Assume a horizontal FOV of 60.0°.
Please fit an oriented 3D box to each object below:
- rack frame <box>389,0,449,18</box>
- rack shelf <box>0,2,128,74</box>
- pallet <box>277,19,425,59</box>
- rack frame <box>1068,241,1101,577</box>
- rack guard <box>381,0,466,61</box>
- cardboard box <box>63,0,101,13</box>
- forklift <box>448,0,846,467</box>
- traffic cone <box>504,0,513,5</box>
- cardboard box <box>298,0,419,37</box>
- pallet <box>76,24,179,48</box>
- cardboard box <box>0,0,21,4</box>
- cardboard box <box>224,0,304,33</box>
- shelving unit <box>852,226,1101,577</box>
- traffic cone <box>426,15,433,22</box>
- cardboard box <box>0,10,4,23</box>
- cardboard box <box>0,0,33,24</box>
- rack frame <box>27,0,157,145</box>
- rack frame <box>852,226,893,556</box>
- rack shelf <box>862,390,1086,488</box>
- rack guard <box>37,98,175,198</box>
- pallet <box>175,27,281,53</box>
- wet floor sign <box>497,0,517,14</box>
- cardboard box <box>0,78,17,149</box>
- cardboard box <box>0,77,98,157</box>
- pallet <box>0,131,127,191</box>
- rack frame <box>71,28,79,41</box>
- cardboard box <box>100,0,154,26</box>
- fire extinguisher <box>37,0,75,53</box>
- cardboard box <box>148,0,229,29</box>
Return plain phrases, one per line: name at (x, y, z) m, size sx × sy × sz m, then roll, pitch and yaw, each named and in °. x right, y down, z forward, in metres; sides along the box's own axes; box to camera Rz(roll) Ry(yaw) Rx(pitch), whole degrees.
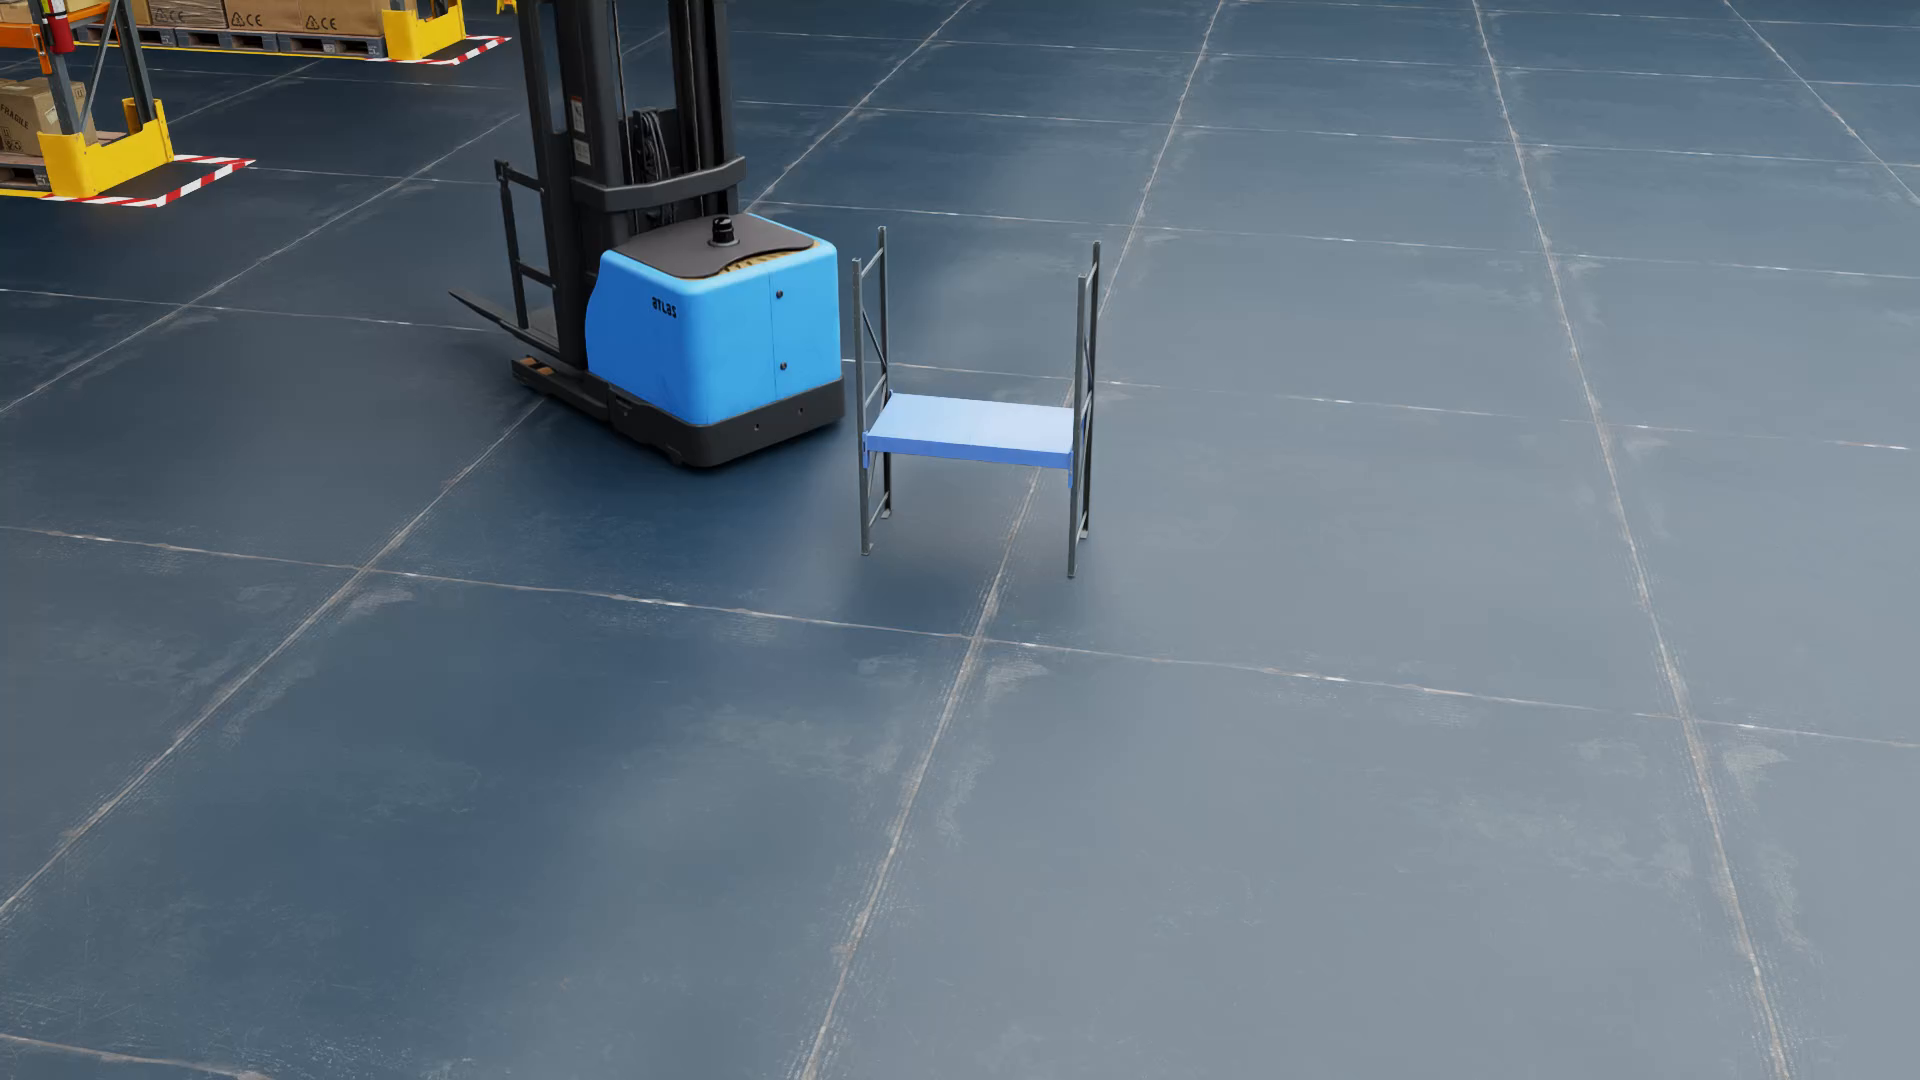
rack frame at (-5.762, -6.628, 17.234) m, size 0.127 × 3.000 × 1.000 m, roll 6°, pitch 29°, yaw 11°
rack shelf at (-8.852, -4.194, 13.536) m, size 4.000 × 0.370 × 1.077 m, roll 6°, pitch 29°, yaw 11°
pallet at (-6.560, -5.449, 17.983) m, size 1.213 × 0.211 × 1.003 m, roll 6°, pitch 29°, yaw 11°
rack frame at (0.581, -0.598, 7.781) m, size 0.032 × 1.500 × 0.500 m, roll 6°, pitch 29°, yaw 11°
rack guard at (-5.738, -5.529, 17.829) m, size 0.348 × 0.500 × 1.175 m, roll 6°, pitch 29°, yaw 11°
cardboard box at (-7.125, -4.339, 13.314) m, size 0.250 × 0.149 × 0.380 m, roll 6°, pitch 29°, yaw 11°
forklift at (-2.024, -2.287, 9.375) m, size 1.130 × 2.935 × 3.031 m, roll -24°, pitch 37°, yaw -37°
traffic cone at (-5.416, -6.732, 20.065) m, size 0.334 × 0.463 × 0.336 m, roll 6°, pitch 29°, yaw 11°
cardboard box at (-6.439, -5.917, 17.710) m, size 0.875 × 0.875 × 0.875 m, roll 6°, pitch 29°, yaw 11°
pallet at (-8.946, -5.693, 18.429) m, size 1.213 × 0.211 × 1.003 m, roll 6°, pitch 29°, yaw 11°
cardboard box at (-7.428, -4.551, 13.026) m, size 0.500 × 0.500 × 0.875 m, roll 6°, pitch 29°, yaw 11°
cardboard box at (-7.300, -6.005, 17.870) m, size 0.875 × 0.875 × 0.875 m, roll 5°, pitch 29°, yaw 10°
shelving unit at (0.083, -0.649, 7.874) m, size 1.048 × 1.500 × 0.538 m, roll 6°, pitch 29°, yaw 11°
traffic cone at (-5.984, -6.236, 19.158) m, size 0.334 × 0.463 × 0.336 m, roll 6°, pitch 29°, yaw 11°
cardboard box at (-7.462, -4.156, 12.979) m, size 0.250 × 0.149 × 0.380 m, roll 6°, pitch 29°, yaw 11°
cardboard box at (-7.218, -4.131, 12.933) m, size 0.250 × 0.149 × 0.380 m, roll 6°, pitch 29°, yaw 11°
rack frame at (-6.896, -4.309, 12.997) m, size 0.127 × 3.000 × 1.000 m, roll 6°, pitch 29°, yaw 11°
rack frame at (-0.414, -0.700, 7.967) m, size 0.032 × 1.500 × 0.500 m, roll 6°, pitch 29°, yaw 11°
rack shelf at (0.083, -0.492, 7.961) m, size 1.000 × 0.185 × 0.538 m, roll 6°, pitch 29°, yaw 11°
rack guard at (-6.971, -3.220, 13.611) m, size 0.348 × 0.500 × 1.175 m, roll 6°, pitch 29°, yaw 11°
pallet at (-7.749, -5.572, 18.208) m, size 1.213 × 0.211 × 1.003 m, roll 6°, pitch 29°, yaw 11°
wet floor sign at (-5.320, -6.523, 19.492) m, size 0.232 × 0.644 × 0.267 m, roll 1°, pitch 29°, yaw 2°
cardboard box at (-8.095, -3.511, 13.706) m, size 0.500 × 0.500 × 0.500 m, roll 14°, pitch 32°, yaw 24°
cardboard box at (-7.503, -3.467, 13.625) m, size 0.500 × 0.500 × 0.500 m, roll 11°, pitch 31°, yaw 20°
pallet at (-7.758, -3.192, 13.860) m, size 1.213 × 0.211 × 1.003 m, roll 6°, pitch 29°, yaw 11°
rack frame at (-9.673, -7.029, 17.966) m, size 0.127 × 3.000 × 1.000 m, roll 6°, pitch 29°, yaw 11°
cardboard box at (-9.073, -6.186, 18.200) m, size 0.875 × 0.875 × 0.875 m, roll 6°, pitch 29°, yaw 11°
fire extinguisher at (-6.880, -4.047, 12.600) m, size 0.183 × 0.674 × 0.296 m, roll 6°, pitch 29°, yaw 11°
cardboard box at (-8.191, -6.097, 18.039) m, size 0.875 × 0.875 × 0.875 m, roll 6°, pitch 29°, yaw 11°
